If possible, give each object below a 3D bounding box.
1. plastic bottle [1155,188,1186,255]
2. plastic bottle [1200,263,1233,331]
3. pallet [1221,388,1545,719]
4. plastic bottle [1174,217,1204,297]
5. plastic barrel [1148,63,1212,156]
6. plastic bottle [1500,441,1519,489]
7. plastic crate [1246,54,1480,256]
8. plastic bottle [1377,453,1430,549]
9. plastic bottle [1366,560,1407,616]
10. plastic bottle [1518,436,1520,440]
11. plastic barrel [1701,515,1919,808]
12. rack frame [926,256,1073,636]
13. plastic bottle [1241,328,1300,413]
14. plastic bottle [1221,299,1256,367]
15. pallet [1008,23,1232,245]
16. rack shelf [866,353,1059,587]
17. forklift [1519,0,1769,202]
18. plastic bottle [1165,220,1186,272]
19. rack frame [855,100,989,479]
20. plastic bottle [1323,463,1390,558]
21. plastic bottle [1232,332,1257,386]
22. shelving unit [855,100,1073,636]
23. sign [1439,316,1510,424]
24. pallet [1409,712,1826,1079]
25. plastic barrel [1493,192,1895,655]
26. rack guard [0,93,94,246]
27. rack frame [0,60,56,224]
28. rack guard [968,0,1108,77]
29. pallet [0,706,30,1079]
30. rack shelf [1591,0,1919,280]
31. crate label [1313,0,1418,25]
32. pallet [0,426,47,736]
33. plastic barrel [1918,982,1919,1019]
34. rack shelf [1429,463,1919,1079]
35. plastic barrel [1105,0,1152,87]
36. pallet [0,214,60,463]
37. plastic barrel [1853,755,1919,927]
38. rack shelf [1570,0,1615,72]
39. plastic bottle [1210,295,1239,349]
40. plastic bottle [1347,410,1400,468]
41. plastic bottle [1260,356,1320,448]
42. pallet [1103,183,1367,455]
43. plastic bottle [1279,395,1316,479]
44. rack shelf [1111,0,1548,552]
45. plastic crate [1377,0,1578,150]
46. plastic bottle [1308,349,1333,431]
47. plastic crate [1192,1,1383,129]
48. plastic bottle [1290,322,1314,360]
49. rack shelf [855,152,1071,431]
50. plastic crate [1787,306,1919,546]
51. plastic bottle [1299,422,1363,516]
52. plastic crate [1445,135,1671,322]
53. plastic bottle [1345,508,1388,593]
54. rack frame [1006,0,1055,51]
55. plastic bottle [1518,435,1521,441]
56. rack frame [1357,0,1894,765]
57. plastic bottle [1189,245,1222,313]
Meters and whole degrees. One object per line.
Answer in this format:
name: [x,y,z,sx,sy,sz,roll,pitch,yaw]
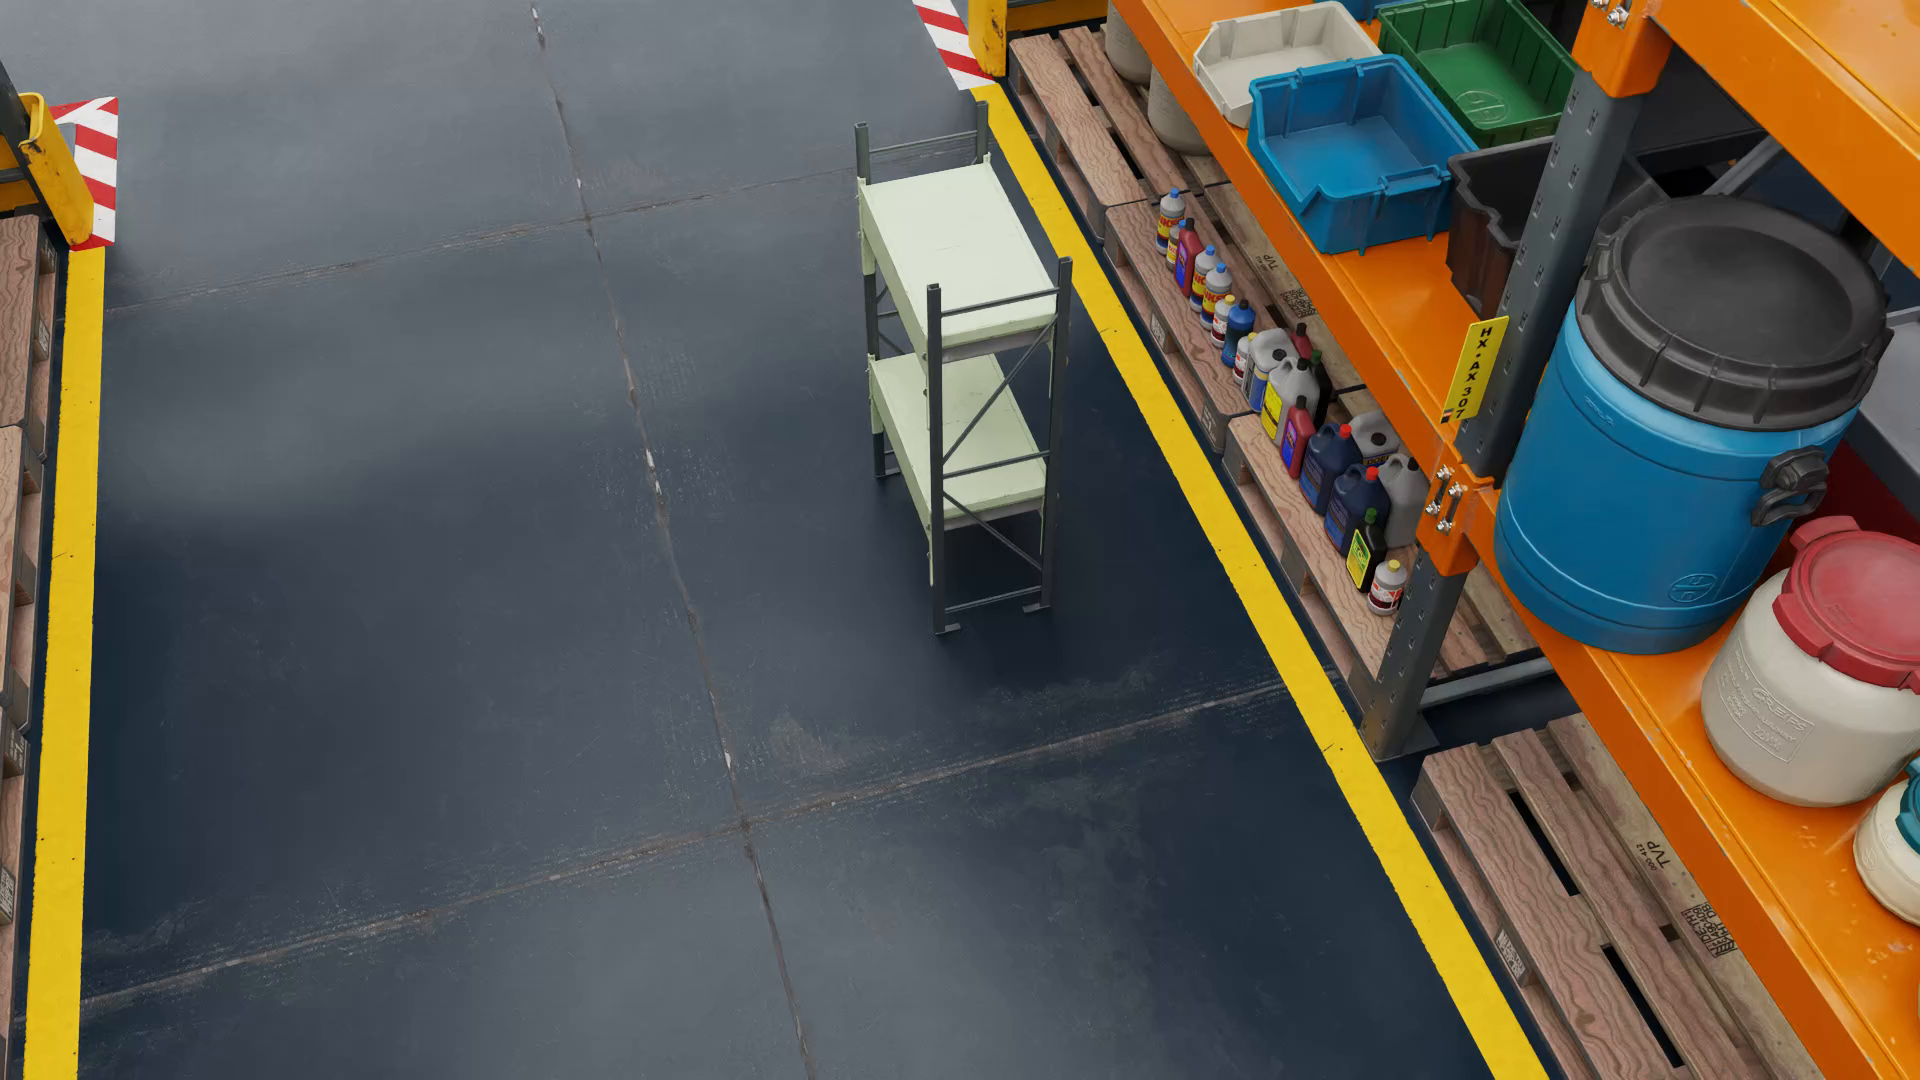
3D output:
plastic bottle: [0.802,-1.216,6.310,0.097,0.271,0.097,0,50,0]
plastic bottle: [0.933,-0.893,6.037,0.097,0.271,0.097,0,50,0]
pallet: [1.588,-0.028,5.636,1.003,0.211,1.213,-13,51,-11]
plastic bottle: [0.852,-1.050,6.163,0.061,0.283,0.133,-13,51,-10]
plastic barrel: [0.980,-1.852,6.702,0.421,0.512,0.421,0,50,0]
plastic bottle: [1.848,-0.230,5.471,0.061,0.283,0.133,-13,51,-11]
plastic crate: [1.160,-1.126,4.834,0.499,0.251,0.616,-13,51,-11]
plastic bottle: [1.419,-0.153,5.362,0.144,0.351,0.185,-13,51,-11]
plastic bottle: [1.342,0.139,5.214,0.097,0.201,0.097,0,50,0]
plastic bottle: [1.767,-0.366,5.541,0.144,0.351,0.185,-13,51,-11]
plastic barrel: [1.820,0.278,3.465,0.433,0.535,0.433,0,50,0]
rack frame: [0.106,-0.221,4.955,0.400,1.500,0.023,-13,51,-11]
plastic bottle: [1.084,-0.592,5.781,0.152,0.276,0.135,-12,51,-10]
plastic bottle: [0.993,-0.745,5.913,0.097,0.271,0.097,0,50,0]
pallet: [0.866,-1.810,7.138,1.003,0.211,1.213,-13,51,-11]
rack shelf: [-0.002,-0.278,5.430,0.431,0.370,0.720,-13,51,-11]
forklift: [2.633,-2.603,6.027,1.130,2.935,3.031,-13,51,-11]
plastic bottle: [0.833,-1.118,6.273,0.097,0.201,0.097,0,50,0]
rack frame: [-0.110,-0.756,5.406,0.400,1.500,0.023,-13,51,-11]
plastic bottle: [1.281,-0.120,5.334,0.144,0.351,0.185,-15,51,-12]
plastic bottle: [1.023,-0.648,5.877,0.097,0.201,0.097,0,50,0]
shelving unit: [-0.002,-0.488,5.181,0.431,1.500,0.755,-13,51,-11]
sign: [1.218,-0.400,3.944,0.100,0.325,0.005,-13,51,-11]
pallet: [2.016,1.037,4.738,1.003,0.211,1.213,-13,51,-11]
plastic barrel: [1.572,-0.238,3.661,0.600,0.901,0.708,-13,51,-11]
rack guard: [-4.145,-1.367,6.576,1.175,0.500,0.348,-13,51,-11]
rack frame: [-4.168,-2.228,5.667,1.000,3.000,0.127,-13,51,-11]
rack guard: [0.631,-2.498,7.529,1.175,0.500,0.348,-13,51,-11]
pallet: [-3.217,1.109,4.677,1.003,0.211,1.213,-13,51,-11]
rack shelf: [2.338,0.299,2.045,1.077,0.370,4.000,-13,51,-11]
crate label: [1.367,-2.077,5.516,0.502,0.435,0.616,-13,51,-11]
pallet: [-3.582,0.217,5.429,1.003,0.211,1.213,-13,51,-11]
plastic barrel: [2.037,0.814,3.013,0.433,0.535,0.433,0,50,0]
rack shelf: [2.338,1.266,3.192,1.077,0.370,4.000,-13,51,-11]
plastic barrel: [0.831,-2.218,7.011,0.421,0.512,0.421,0,50,0]
pallet: [-3.939,-0.673,6.179,1.003,0.211,1.213,-13,51,-11]
plastic barrel: [1.992,0.619,3.357,0.301,0.262,0.301,0,50,0]
rack shelf: [1.155,-2.623,4.508,1.077,0.370,4.000,-13,51,-11]
plastic bottle: [0.963,-0.798,6.003,0.097,0.201,0.097,0,50,0]
plastic bottle: [1.358,-0.288,5.525,0.152,0.276,0.135,-13,51,-11]
plastic bottle: [1.129,-0.496,5.651,0.144,0.351,0.185,-14,51,-11]
pallet: [1.224,-0.921,6.388,1.003,0.211,1.213,-13,51,-11]
plastic bottle: [1.136,-0.348,5.570,0.061,0.283,0.133,-10,51,-9]
rack shelf: [1.155,-1.656,5.654,1.077,0.370,4.000,-13,51,-11]
plastic crate: [1.615,-1.414,5.119,0.450,0.188,0.662,-13,51,-11]
plastic bottle: [1.219,-0.516,5.712,0.061,0.283,0.133,-13,51,-11]
plastic crate: [1.025,-1.471,5.200,0.530,0.136,0.437,-13,51,-11]
plastic bottle: [1.186,-0.618,5.798,0.061,0.283,0.133,-13,51,-11]
rack shelf: [-0.002,-0.740,4.882,0.431,0.370,0.720,-13,51,-11]
plastic crate: [2.182,-0.163,3.884,0.402,0.464,0.583,-13,51,-11]
plastic bottle: [1.224,-0.260,5.452,0.144,0.351,0.185,-16,52,-13]
plastic crate: [1.713,-0.818,4.518,0.767,0.338,0.504,-13,51,-11]
plastic bottle: [1.289,0.030,5.252,0.061,0.283,0.133,-11,51,-9]
rack frame: [0.564,-3.348,6.611,1.000,3.000,0.127,-13,51,-11]
plastic bottle: [1.904,-0.398,5.569,0.144,0.351,0.185,-12,51,-10]
rack frame: [1.747,-0.427,4.148,1.000,3.000,0.127,-13,51,-11]
plastic bottle: [0.904,-0.966,6.099,0.097,0.271,0.097,0,50,0]
